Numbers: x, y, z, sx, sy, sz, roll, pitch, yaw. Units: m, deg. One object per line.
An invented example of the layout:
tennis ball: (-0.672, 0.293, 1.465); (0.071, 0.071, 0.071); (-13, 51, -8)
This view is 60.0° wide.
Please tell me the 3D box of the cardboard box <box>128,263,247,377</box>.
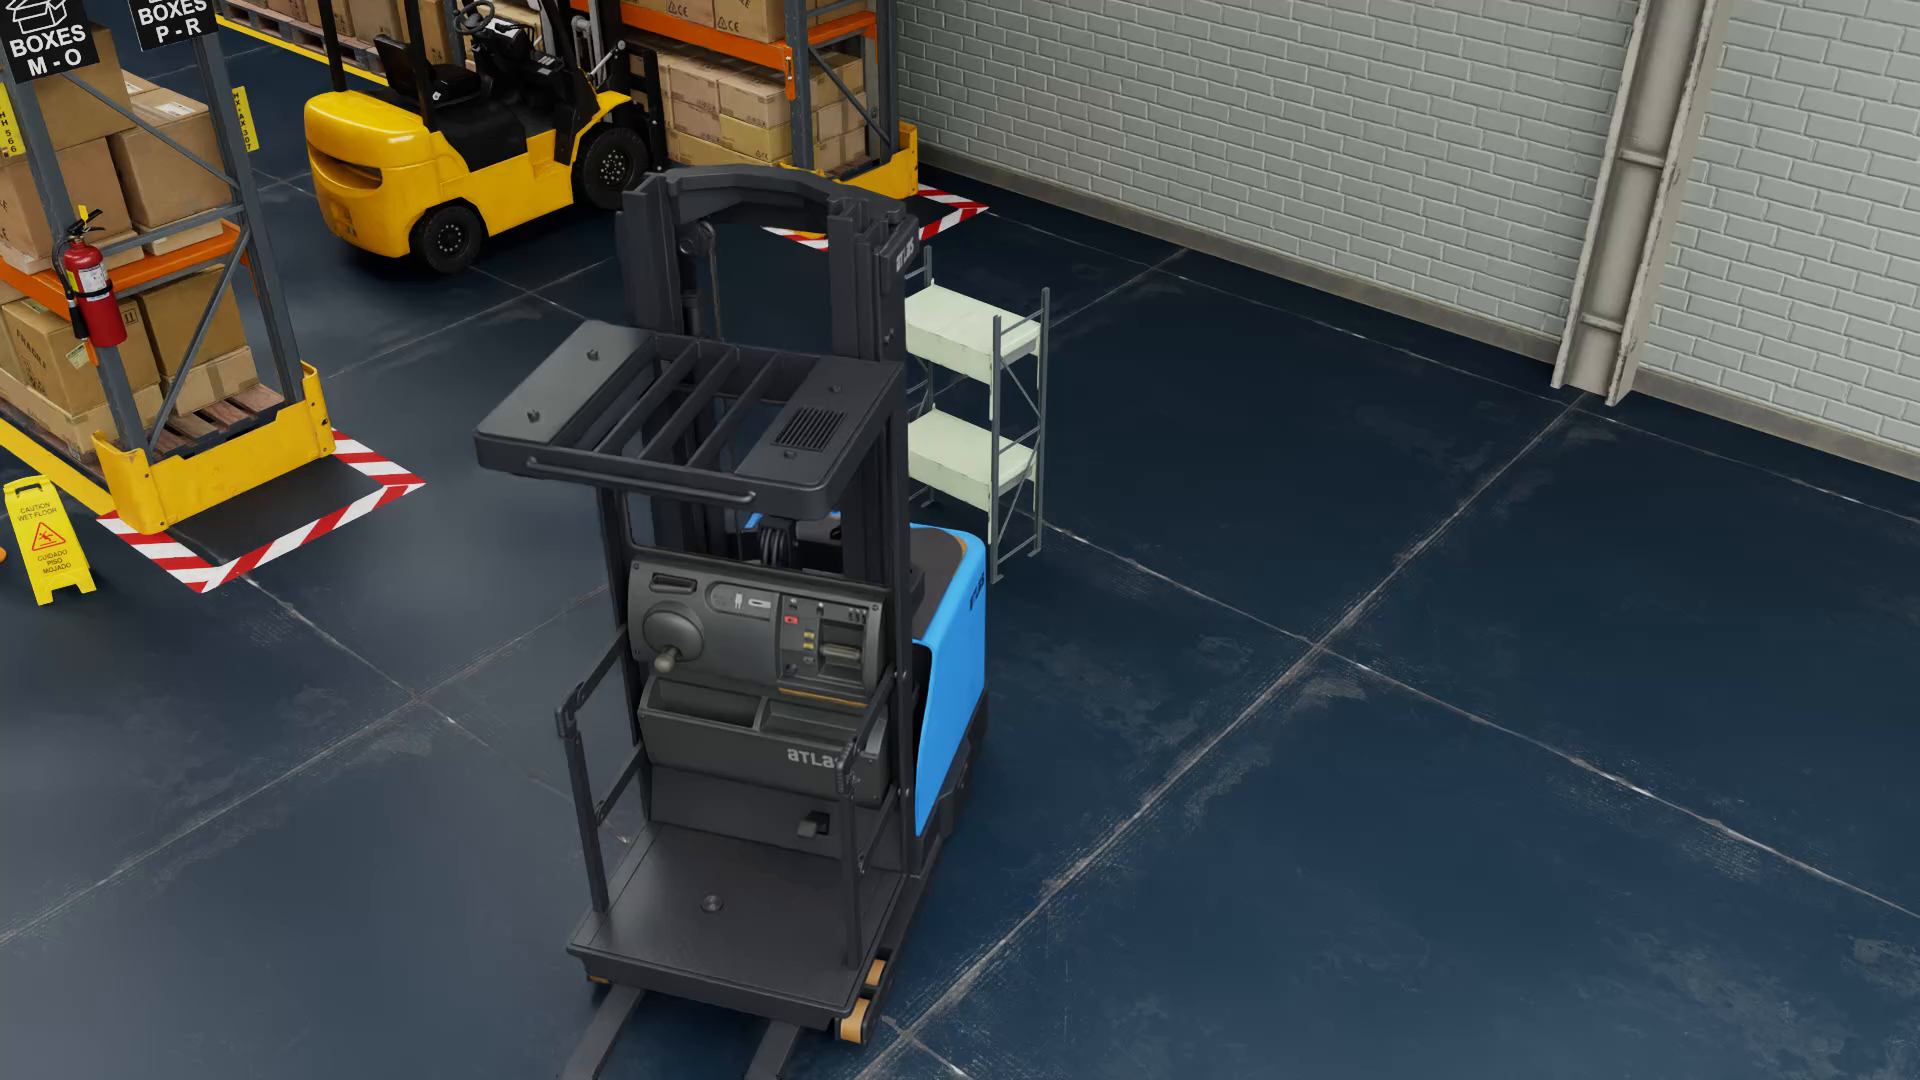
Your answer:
cardboard box: (-4.449, -1.307, 9.398); (0.500, 0.500, 0.500); (24, 41, 30)

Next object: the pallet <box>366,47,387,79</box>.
pallet: (-4.480, -4.247, 14.748); (1.213, 0.211, 1.003); (25, 42, 32)

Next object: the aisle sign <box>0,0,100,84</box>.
aisle sign: (-4.126, -2.460, 7.386); (0.004, 0.787, 0.394); (25, 42, 32)

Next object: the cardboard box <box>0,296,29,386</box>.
cardboard box: (-5.173, -1.250, 9.316); (0.500, 0.500, 0.500); (27, 43, 33)

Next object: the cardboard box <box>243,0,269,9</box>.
cardboard box: (-6.492, -5.558, 15.920); (0.625, 0.625, 0.875); (27, 43, 33)

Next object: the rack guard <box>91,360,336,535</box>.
rack guard: (-4.046, -0.534, 9.086); (0.348, 0.500, 1.175); (25, 42, 32)

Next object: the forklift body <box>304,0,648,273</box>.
forklift body: (-3.439, -3.241, 11.570); (1.214, 2.155, 2.313); (25, 42, 32)

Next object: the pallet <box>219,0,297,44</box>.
pallet: (-6.355, -5.131, 16.035); (1.213, 0.211, 1.003); (25, 42, 32)

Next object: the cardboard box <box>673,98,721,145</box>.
cardboard box: (-1.767, -3.170, 12.333); (0.500, 0.250, 0.500); (25, 42, 31)

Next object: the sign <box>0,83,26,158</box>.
sign: (-4.358, -1.910, 7.580); (0.005, 0.325, 0.100); (25, 42, 32)

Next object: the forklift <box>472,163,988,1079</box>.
forklift: (-0.775, 0.377, 5.612); (1.130, 2.935, 3.031); (9, 36, 13)

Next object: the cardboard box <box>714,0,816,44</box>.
cardboard box: (-1.361, -3.803, 11.550); (0.500, 0.500, 0.500); (24, 41, 31)

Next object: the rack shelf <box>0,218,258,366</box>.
rack shelf: (-5.525, -1.965, 9.597); (4.000, 0.370, 1.077); (25, 42, 32)

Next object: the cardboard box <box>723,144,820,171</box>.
cardboard box: (-1.378, -2.770, 12.192); (0.500, 0.250, 0.500); (26, 42, 32)

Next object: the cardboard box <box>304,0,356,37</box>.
cardboard box: (-5.467, -5.081, 15.225); (0.625, 0.625, 0.875); (23, 41, 30)

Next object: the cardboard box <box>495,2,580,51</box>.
cardboard box: (-3.331, -4.097, 13.241); (0.500, 0.250, 0.500); (25, 42, 32)

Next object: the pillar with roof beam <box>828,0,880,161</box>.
pillar with roof beam: (-3.528, -4.942, 7.997); (0.400, 9.000, 9.100); (25, 42, 32)

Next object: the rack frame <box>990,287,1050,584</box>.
rack frame: (0.286, -0.483, 8.129); (0.023, 1.500, 0.400); (25, 42, 32)

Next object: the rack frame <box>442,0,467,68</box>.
rack frame: (-3.889, -5.147, 13.595); (0.127, 3.000, 1.000); (25, 42, 32)

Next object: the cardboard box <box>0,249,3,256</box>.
cardboard box: (-4.861, -1.621, 8.683); (0.250, 0.149, 0.380); (24, 41, 31)

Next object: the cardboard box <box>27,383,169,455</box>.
cardboard box: (-4.799, -0.761, 9.266); (0.500, 0.250, 0.500); (25, 42, 32)

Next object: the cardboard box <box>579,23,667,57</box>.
cardboard box: (-2.543, -3.728, 12.704); (0.500, 0.250, 0.500); (24, 41, 31)

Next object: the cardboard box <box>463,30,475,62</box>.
cardboard box: (-3.714, -4.083, 13.662); (0.500, 0.250, 0.500); (25, 42, 32)

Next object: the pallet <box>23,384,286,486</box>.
pallet: (-4.648, -0.725, 9.619); (1.213, 0.211, 1.003); (25, 42, 32)

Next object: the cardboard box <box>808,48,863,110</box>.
cardboard box: (-1.063, -3.406, 12.235); (0.500, 0.250, 0.500); (25, 41, 31)

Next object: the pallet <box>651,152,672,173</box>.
pallet: (-2.363, -3.249, 13.295); (1.213, 0.211, 1.003); (25, 42, 32)

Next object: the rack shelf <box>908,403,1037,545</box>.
rack shelf: (0.005, -0.347, 8.506); (0.720, 0.370, 0.431); (25, 42, 32)

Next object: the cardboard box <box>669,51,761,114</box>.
cardboard box: (-1.764, -3.363, 12.172); (0.500, 0.250, 0.500); (26, 42, 33)

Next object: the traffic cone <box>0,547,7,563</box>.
traffic cone: (-5.144, -0.086, 8.466); (0.334, 0.463, 0.336); (25, 42, 32)

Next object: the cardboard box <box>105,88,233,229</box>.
cardboard box: (-4.174, -1.993, 8.651); (0.500, 0.500, 0.500); (25, 41, 31)

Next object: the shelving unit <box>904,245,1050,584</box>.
shelving unit: (0.005, -0.616, 8.322); (0.755, 1.500, 0.431); (25, 42, 32)

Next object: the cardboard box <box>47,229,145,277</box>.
cardboard box: (-4.412, -1.476, 8.471); (0.250, 0.149, 0.380); (27, 43, 33)

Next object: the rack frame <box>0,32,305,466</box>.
rack frame: (-3.988, -1.537, 8.338); (0.127, 3.000, 1.000); (25, 42, 32)

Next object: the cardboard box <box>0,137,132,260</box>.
cardboard box: (-4.581, -1.777, 8.337); (0.500, 0.500, 0.500); (24, 41, 31)

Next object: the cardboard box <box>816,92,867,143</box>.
cardboard box: (-1.043, -3.204, 12.382); (0.500, 0.250, 0.500); (26, 42, 33)

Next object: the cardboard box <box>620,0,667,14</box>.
cardboard box: (-2.148, -4.180, 12.099); (0.500, 0.500, 0.500); (24, 41, 31)

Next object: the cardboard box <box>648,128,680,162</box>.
cardboard box: (-2.133, -3.140, 12.730); (0.500, 0.250, 0.500); (26, 42, 32)

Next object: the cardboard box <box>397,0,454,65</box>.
cardboard box: (-4.297, -4.525, 14.416); (0.625, 0.625, 0.875); (27, 43, 34)
